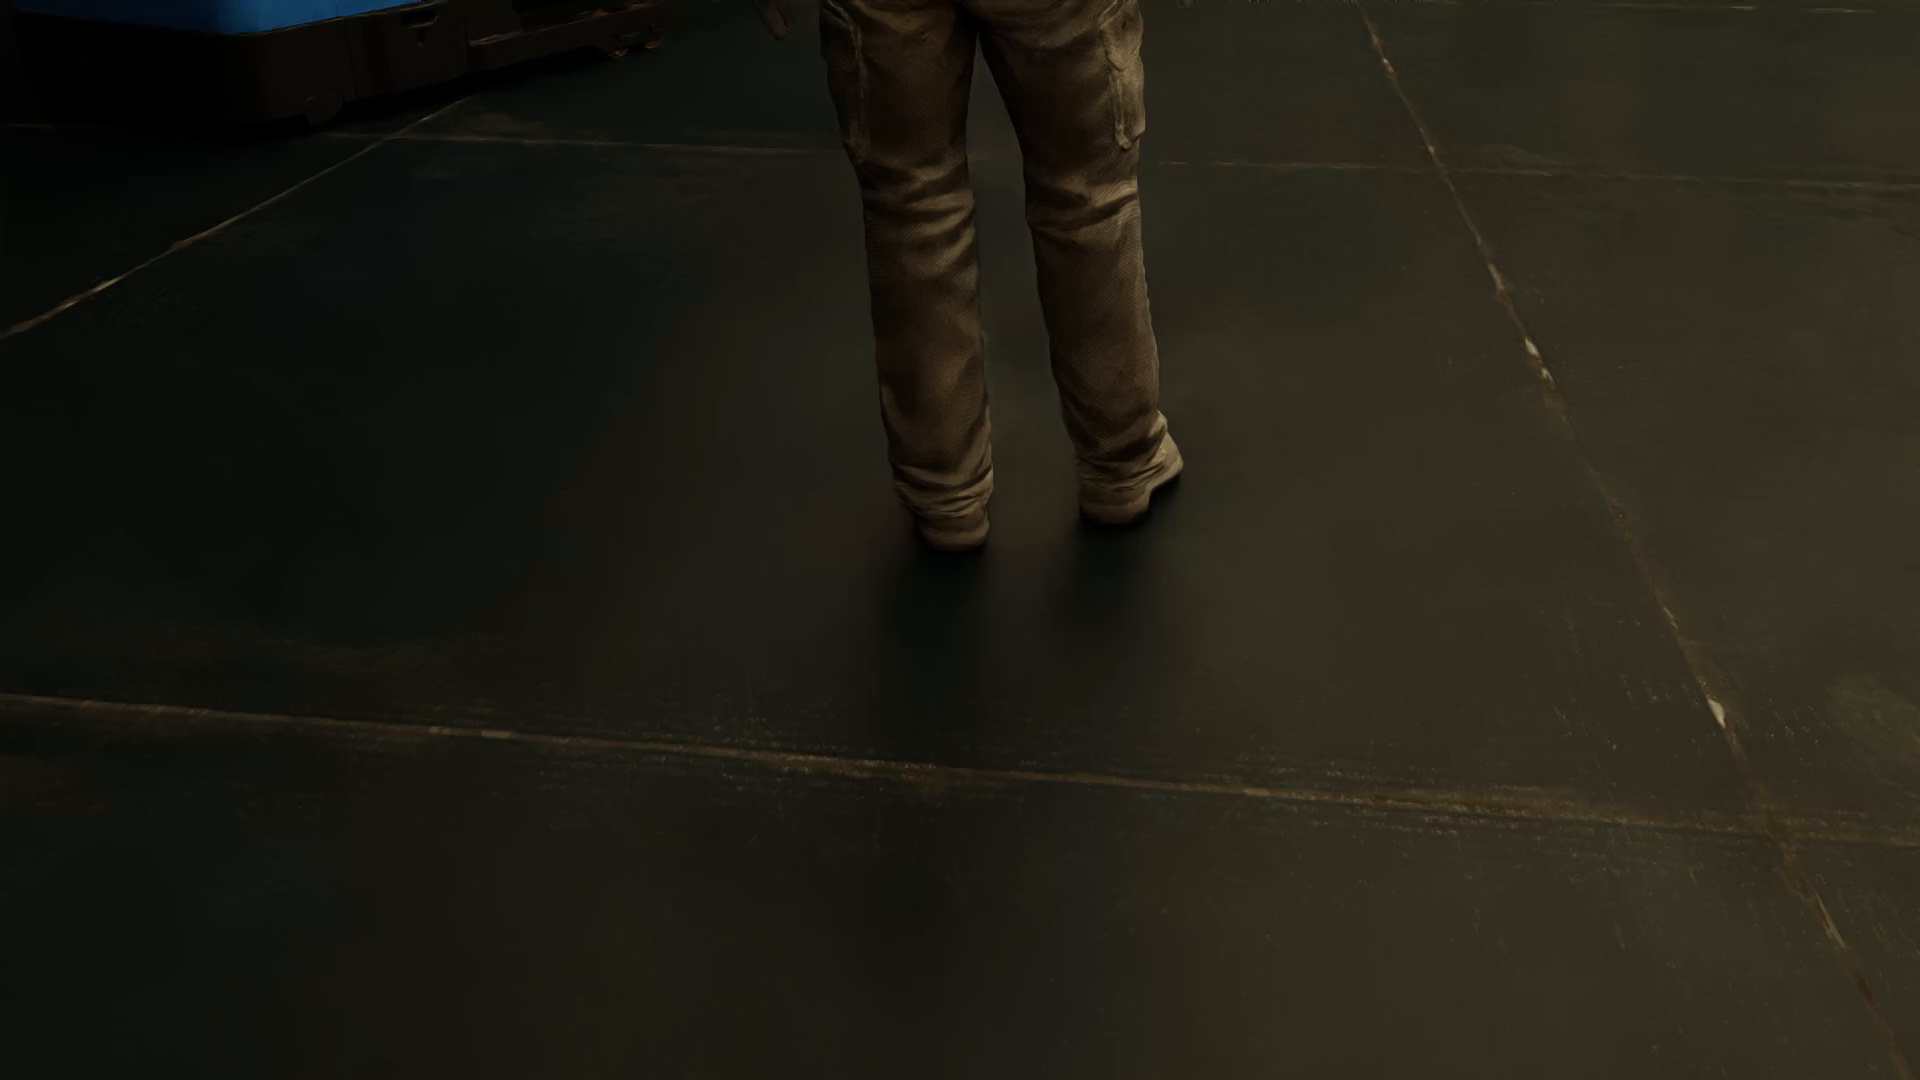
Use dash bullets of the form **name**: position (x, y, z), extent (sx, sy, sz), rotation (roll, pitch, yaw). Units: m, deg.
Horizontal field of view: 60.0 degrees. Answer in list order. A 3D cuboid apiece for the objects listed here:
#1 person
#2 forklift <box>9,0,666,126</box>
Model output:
- **person**: position (0.017, -0.836, 2.162), extent (0.655, 1.782, 0.576), rotation (3, 27, 7)
- **forklift**: position (-1.742, -3.119, 5.470), extent (1.130, 2.935, 3.031), rotation (13, 29, 24)
